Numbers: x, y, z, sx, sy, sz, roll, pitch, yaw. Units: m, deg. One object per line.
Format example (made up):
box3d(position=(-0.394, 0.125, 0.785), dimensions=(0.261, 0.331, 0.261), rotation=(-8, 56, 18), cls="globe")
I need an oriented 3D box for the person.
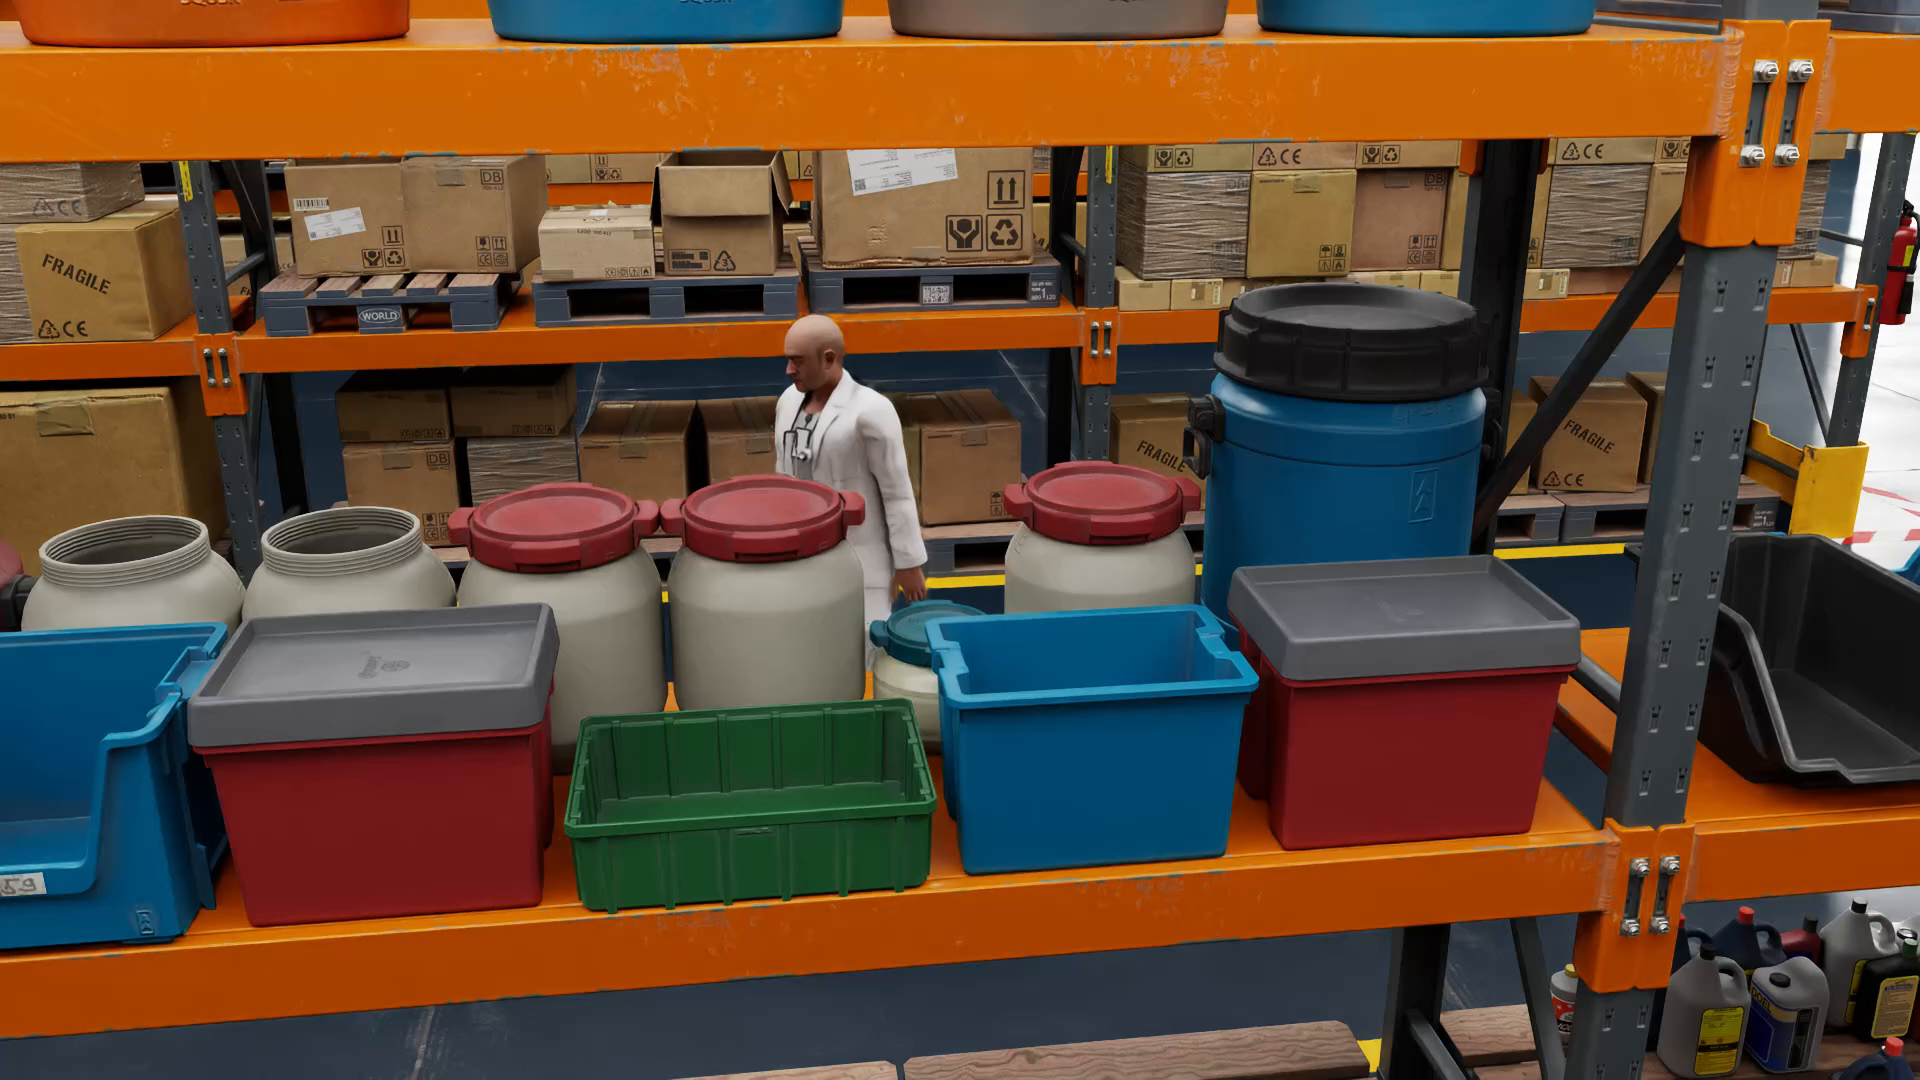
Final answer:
box3d(position=(-0.418, 0.074, 5.884), dimensions=(0.685, 1.767, 0.820), rotation=(17, 26, 40), cls="person")
